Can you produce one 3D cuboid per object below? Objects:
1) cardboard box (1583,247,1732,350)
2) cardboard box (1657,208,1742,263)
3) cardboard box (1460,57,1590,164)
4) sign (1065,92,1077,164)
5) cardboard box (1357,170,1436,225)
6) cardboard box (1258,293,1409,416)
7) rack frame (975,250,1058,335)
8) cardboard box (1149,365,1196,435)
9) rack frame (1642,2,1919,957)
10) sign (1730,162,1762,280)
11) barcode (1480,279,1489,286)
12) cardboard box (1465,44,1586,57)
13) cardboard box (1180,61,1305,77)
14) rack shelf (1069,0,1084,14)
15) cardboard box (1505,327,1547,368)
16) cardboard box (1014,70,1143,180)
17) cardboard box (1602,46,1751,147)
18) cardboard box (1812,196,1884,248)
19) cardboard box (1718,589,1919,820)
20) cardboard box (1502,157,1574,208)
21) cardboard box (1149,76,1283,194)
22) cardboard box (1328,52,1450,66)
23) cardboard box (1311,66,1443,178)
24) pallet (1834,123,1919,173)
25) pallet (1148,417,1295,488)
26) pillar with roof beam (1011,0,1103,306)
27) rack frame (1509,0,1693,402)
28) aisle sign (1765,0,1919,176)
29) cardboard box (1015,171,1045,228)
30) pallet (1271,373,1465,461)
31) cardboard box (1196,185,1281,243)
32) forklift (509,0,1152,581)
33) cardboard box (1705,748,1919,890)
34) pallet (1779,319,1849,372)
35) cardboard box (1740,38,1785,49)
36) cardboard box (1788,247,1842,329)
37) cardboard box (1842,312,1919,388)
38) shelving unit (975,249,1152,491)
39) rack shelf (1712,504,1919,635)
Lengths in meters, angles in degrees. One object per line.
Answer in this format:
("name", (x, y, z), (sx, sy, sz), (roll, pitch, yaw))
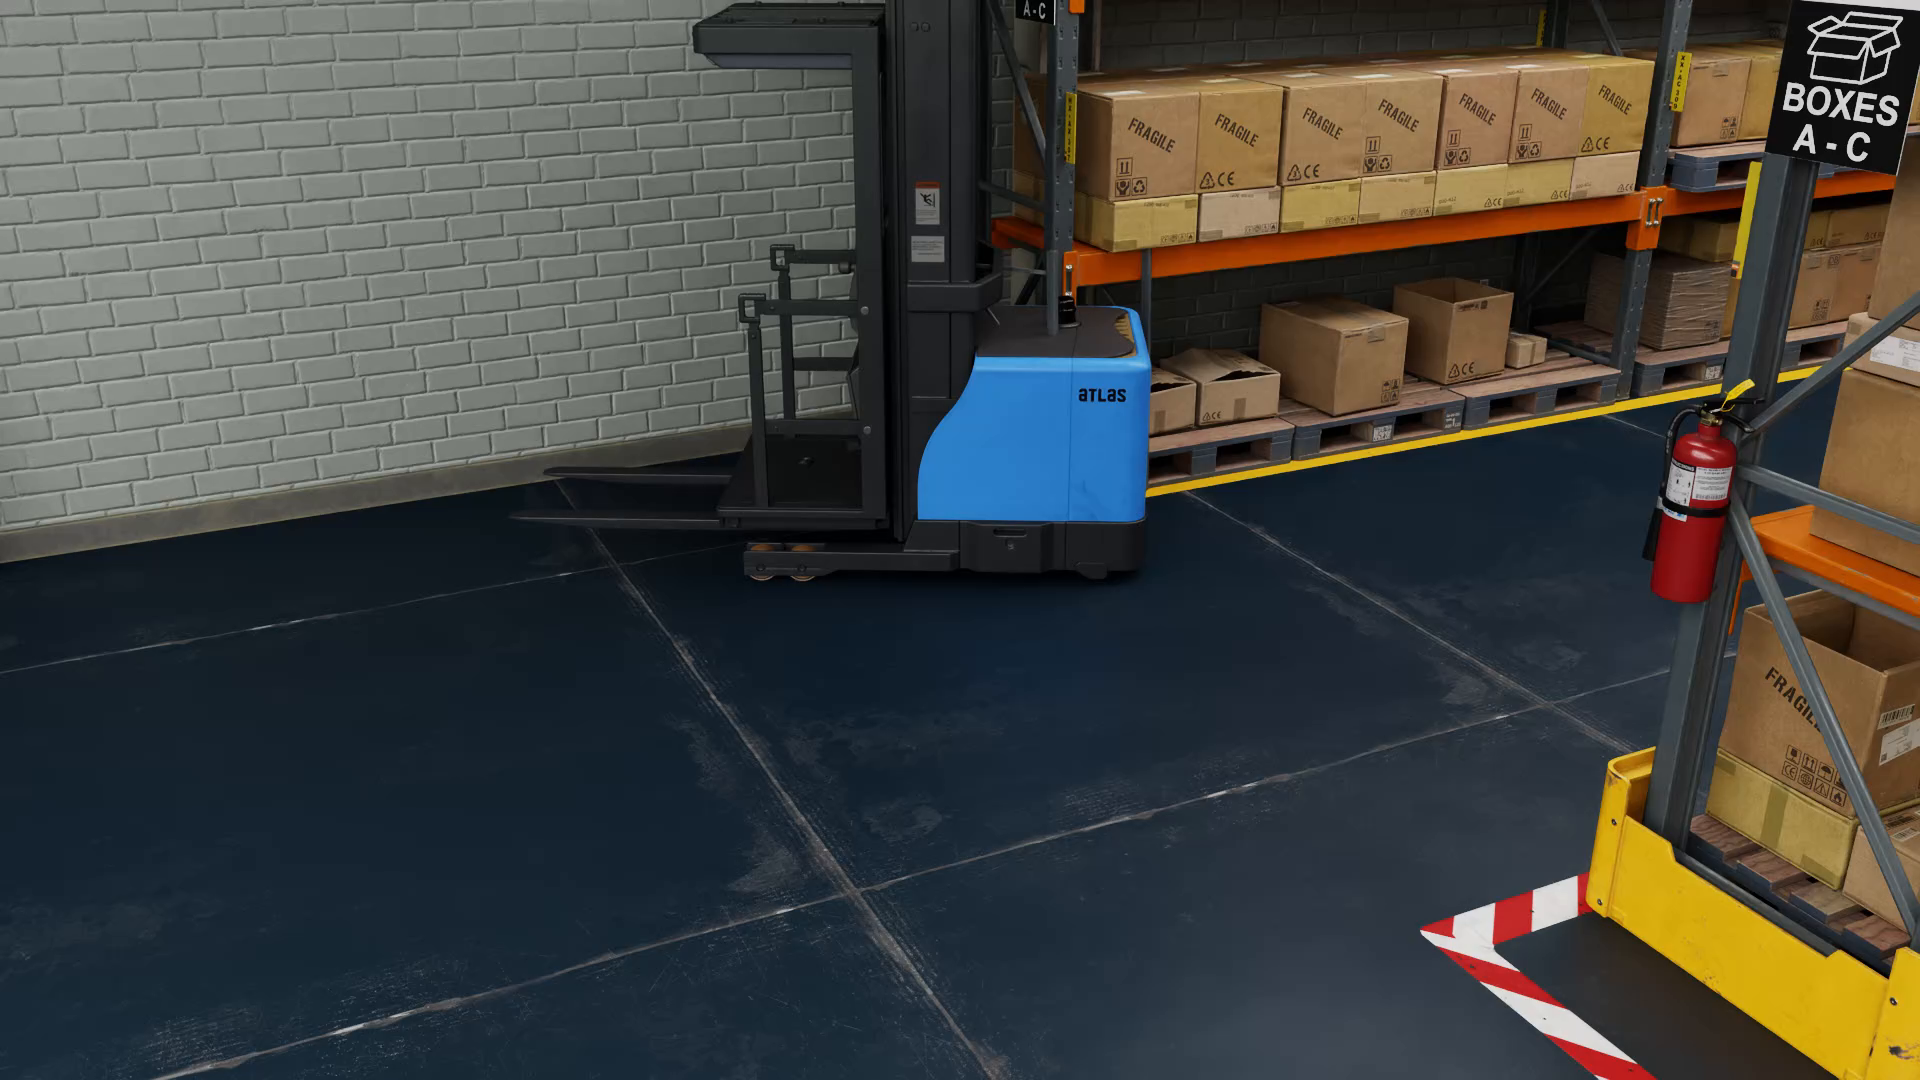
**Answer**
("cardboard box", (4.552, -1.597, 10.879), (0.500, 0.500, 0.700), (-10, 24, -22))
("cardboard box", (4.947, -2.017, 10.915), (0.500, 0.250, 0.500), (-11, 25, -25))
("cardboard box", (3.157, -2.437, 9.406), (0.500, 0.500, 0.500), (-11, 25, -24))
("sign", (0.527, -1.970, 7.956), (0.005, 0.325, 0.100), (-10, 25, -24))
("cardboard box", (2.249, -1.925, 9.149), (0.500, 0.250, 0.500), (-10, 25, -23))
("cardboard box", (2.150, -1.088, 9.650), (0.500, 0.500, 0.700), (-12, 25, -27))
("rack frame", (0.243, -0.654, 7.916), (0.500, 1.500, 0.032), (11, 26, 29))
("cardboard box", (0.954, -0.802, 9.205), (0.500, 0.311, 0.500), (-14, 26, -30))
("rack frame", (2.443, -0.051, 4.450), (0.127, 3.000, 1.000), (-10, 25, -24))
("sign", (2.220, -0.884, 4.641), (0.005, 0.325, 0.100), (-10, 25, -24))
("barcode", (3.305, -1.610, 10.492), (0.075, 0.075, 0.001), (-10, 25, -24))
("cardboard box", (3.382, -2.701, 10.043), (0.500, 0.500, 0.500), (-11, 25, -25))
("cardboard box", (1.546, -2.362, 9.225), (0.500, 0.500, 0.500), (-11, 25, -25))
("rack shelf", (2.094, -3.142, 8.938), (4.000, 0.370, 1.077), (-10, 25, -24))
("cardboard box", (3.427, -1.216, 10.394), (0.250, 0.166, 0.380), (-14, 26, -30))
("cardboard box", (0.624, -2.195, 8.820), (0.500, 0.500, 0.500), (-11, 25, -24))
("cardboard box", (4.369, -2.743, 10.248), (0.500, 0.500, 0.700), (-10, 25, -23))
("cardboard box", (5.872, -2.182, 11.311), (0.500, 0.250, 0.500), (-11, 25, -24))
("cardboard box", (2.797, 0.488, 5.215), (0.500, 0.500, 0.500), (-10, 25, -24))
("cardboard box", (3.148, -2.098, 9.566), (0.500, 0.250, 0.500), (-10, 25, -23))
("cardboard box", (1.302, -2.098, 8.585), (0.500, 0.500, 0.500), (-10, 25, -23))
("cardboard box", (2.462, -2.536, 9.644), (0.500, 0.500, 0.500), (-10, 24, -22))
("cardboard box", (2.230, -2.271, 9.004), (0.500, 0.500, 0.500), (-10, 24, -22))
("pallet", (5.734, -2.653, 10.988), (1.213, 0.211, 1.003), (-10, 25, -24))
("pallet", (1.107, -0.604, 9.433), (1.213, 0.211, 1.003), (-10, 25, -24))
("pillar with roof beam", (2.414, -3.460, 4.842), (0.400, 9.000, 9.100), (-10, 25, -24))
("rack frame", (3.896, -2.421, 10.176), (0.127, 3.000, 1.000), (-10, 25, -24))
("aisle sign", (2.257, -1.342, 4.171), (0.004, 0.787, 0.394), (-10, 25, -24))
("cardboard box", (0.629, -1.841, 8.947), (0.500, 0.250, 0.500), (-10, 25, -23))
("pallet", (2.205, -0.805, 9.918), (1.213, 0.211, 1.003), (-10, 25, -24))
("cardboard box", (1.331, -1.760, 8.749), (0.500, 0.250, 0.500), (-11, 25, -25))
("forklift", (-0.629, -1.363, 7.710), (3.031, 2.935, 1.130), (1, 22, 2))
("cardboard box", (2.798, 0.835, 5.357), (0.500, 0.250, 0.500), (-10, 25, -24))
("pallet", (5.697, -1.466, 11.515), (1.213, 0.211, 1.003), (-10, 25, -24))
("cardboard box", (5.456, -2.953, 10.756), (0.500, 0.500, 0.700), (-7, 23, -16))
("cardboard box", (5.473, -1.770, 11.298), (0.500, 0.500, 0.700), (-10, 25, -23))
("cardboard box", (2.705, -0.526, 4.619), (0.250, 0.149, 0.380), (-11, 25, -25))
("shelving unit", (0.503, -0.829, 8.316), (0.538, 1.500, 1.048), (11, 26, 29))
("rack shelf", (4.245, -0.050, 5.389), (4.000, 0.370, 1.077), (-10, 25, -24))
